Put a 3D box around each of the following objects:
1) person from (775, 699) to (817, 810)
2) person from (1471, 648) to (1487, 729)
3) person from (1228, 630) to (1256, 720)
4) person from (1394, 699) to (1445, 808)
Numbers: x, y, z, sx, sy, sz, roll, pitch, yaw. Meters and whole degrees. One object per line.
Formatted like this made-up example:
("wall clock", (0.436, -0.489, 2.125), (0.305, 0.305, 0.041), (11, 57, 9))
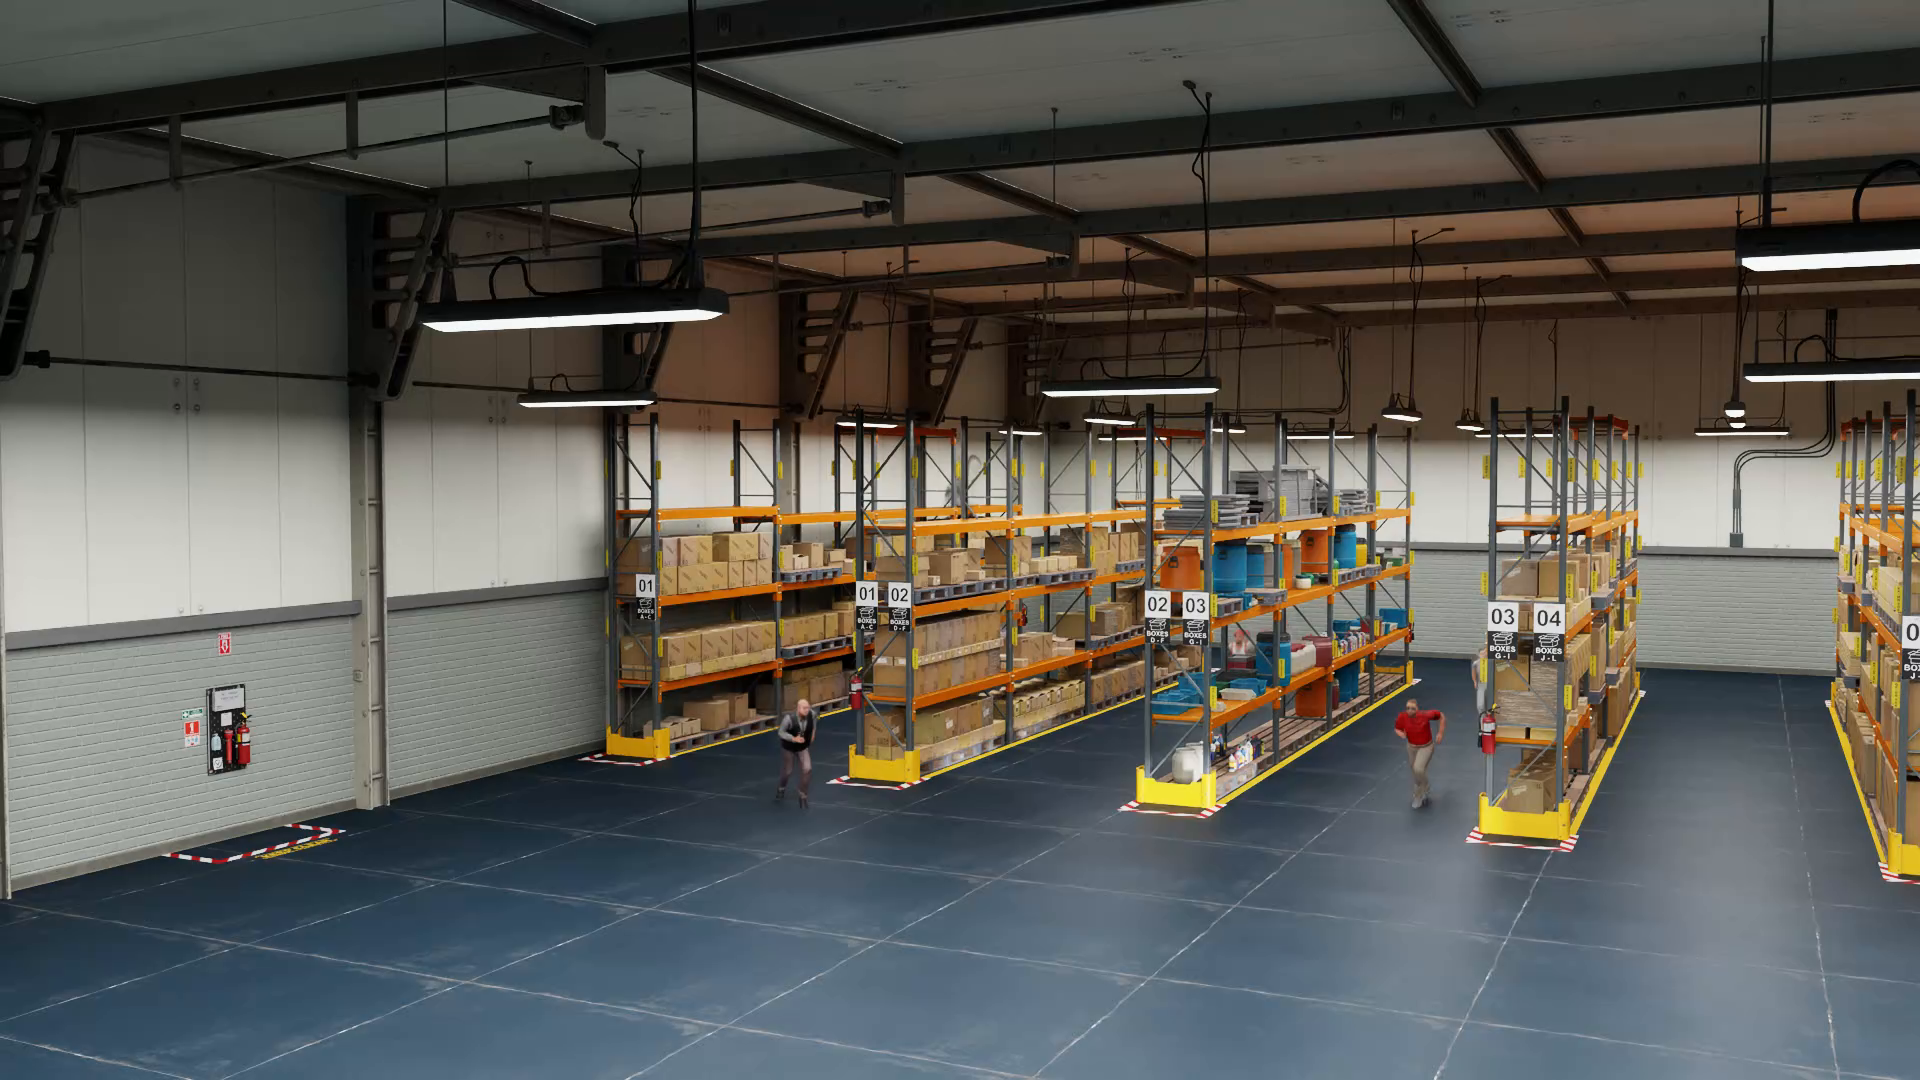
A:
("person", (-2.468, 3.169, 24.818), (0.701, 1.680, 0.989), (-1, 3, -30))
("person", (10.053, 2.871, 31.771), (0.566, 1.658, 0.937), (1, 3, 27))
("person", (5.661, 2.694, 33.690), (0.685, 1.775, 1.030), (1, 3, 23))
("person", (6.895, 3.180, 24.870), (0.704, 1.687, 1.021), (2, 3, 35))
